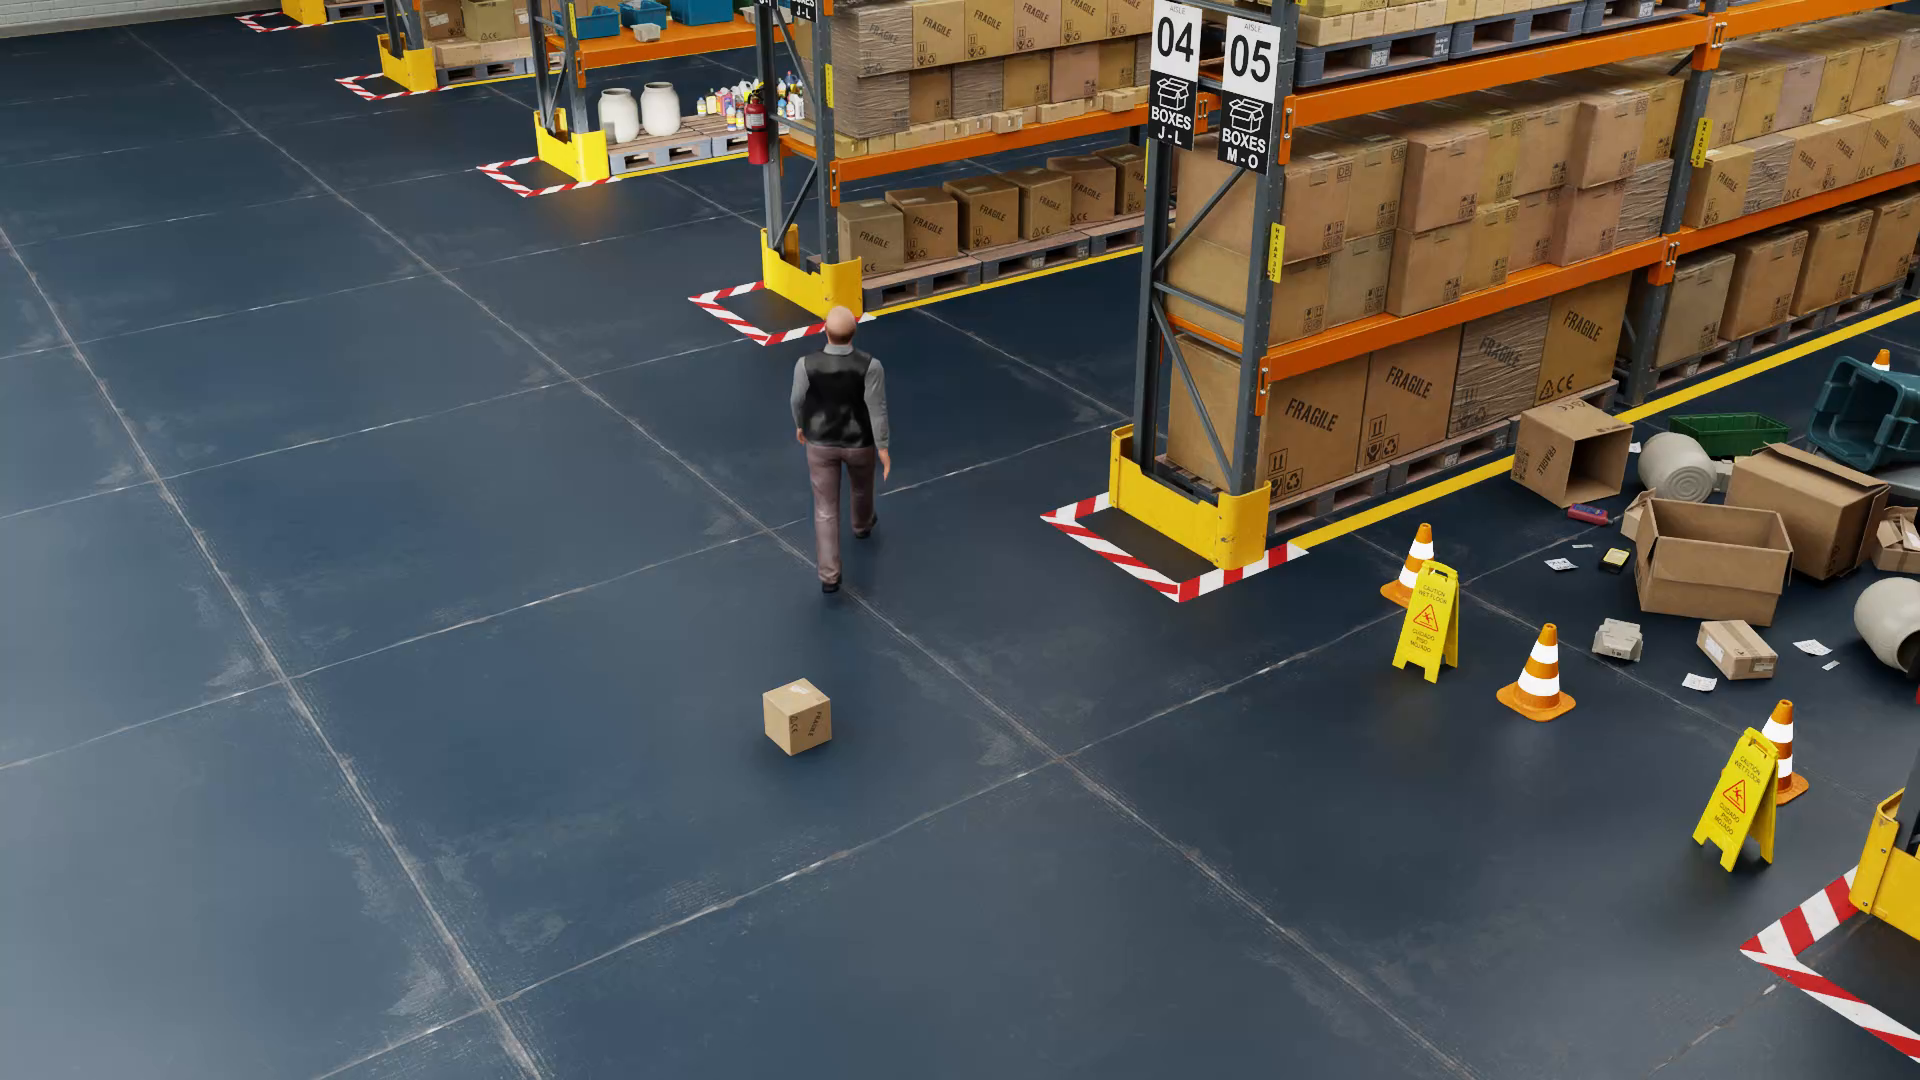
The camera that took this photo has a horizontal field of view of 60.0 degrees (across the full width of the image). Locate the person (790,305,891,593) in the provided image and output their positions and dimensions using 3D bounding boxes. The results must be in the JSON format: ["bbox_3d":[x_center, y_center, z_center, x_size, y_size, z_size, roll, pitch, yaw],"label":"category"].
[{"bbox_3d":[-0.703,-0.613,9.789,0.566,1.666,1.071,-2,28,-4],"label":"person"}]
